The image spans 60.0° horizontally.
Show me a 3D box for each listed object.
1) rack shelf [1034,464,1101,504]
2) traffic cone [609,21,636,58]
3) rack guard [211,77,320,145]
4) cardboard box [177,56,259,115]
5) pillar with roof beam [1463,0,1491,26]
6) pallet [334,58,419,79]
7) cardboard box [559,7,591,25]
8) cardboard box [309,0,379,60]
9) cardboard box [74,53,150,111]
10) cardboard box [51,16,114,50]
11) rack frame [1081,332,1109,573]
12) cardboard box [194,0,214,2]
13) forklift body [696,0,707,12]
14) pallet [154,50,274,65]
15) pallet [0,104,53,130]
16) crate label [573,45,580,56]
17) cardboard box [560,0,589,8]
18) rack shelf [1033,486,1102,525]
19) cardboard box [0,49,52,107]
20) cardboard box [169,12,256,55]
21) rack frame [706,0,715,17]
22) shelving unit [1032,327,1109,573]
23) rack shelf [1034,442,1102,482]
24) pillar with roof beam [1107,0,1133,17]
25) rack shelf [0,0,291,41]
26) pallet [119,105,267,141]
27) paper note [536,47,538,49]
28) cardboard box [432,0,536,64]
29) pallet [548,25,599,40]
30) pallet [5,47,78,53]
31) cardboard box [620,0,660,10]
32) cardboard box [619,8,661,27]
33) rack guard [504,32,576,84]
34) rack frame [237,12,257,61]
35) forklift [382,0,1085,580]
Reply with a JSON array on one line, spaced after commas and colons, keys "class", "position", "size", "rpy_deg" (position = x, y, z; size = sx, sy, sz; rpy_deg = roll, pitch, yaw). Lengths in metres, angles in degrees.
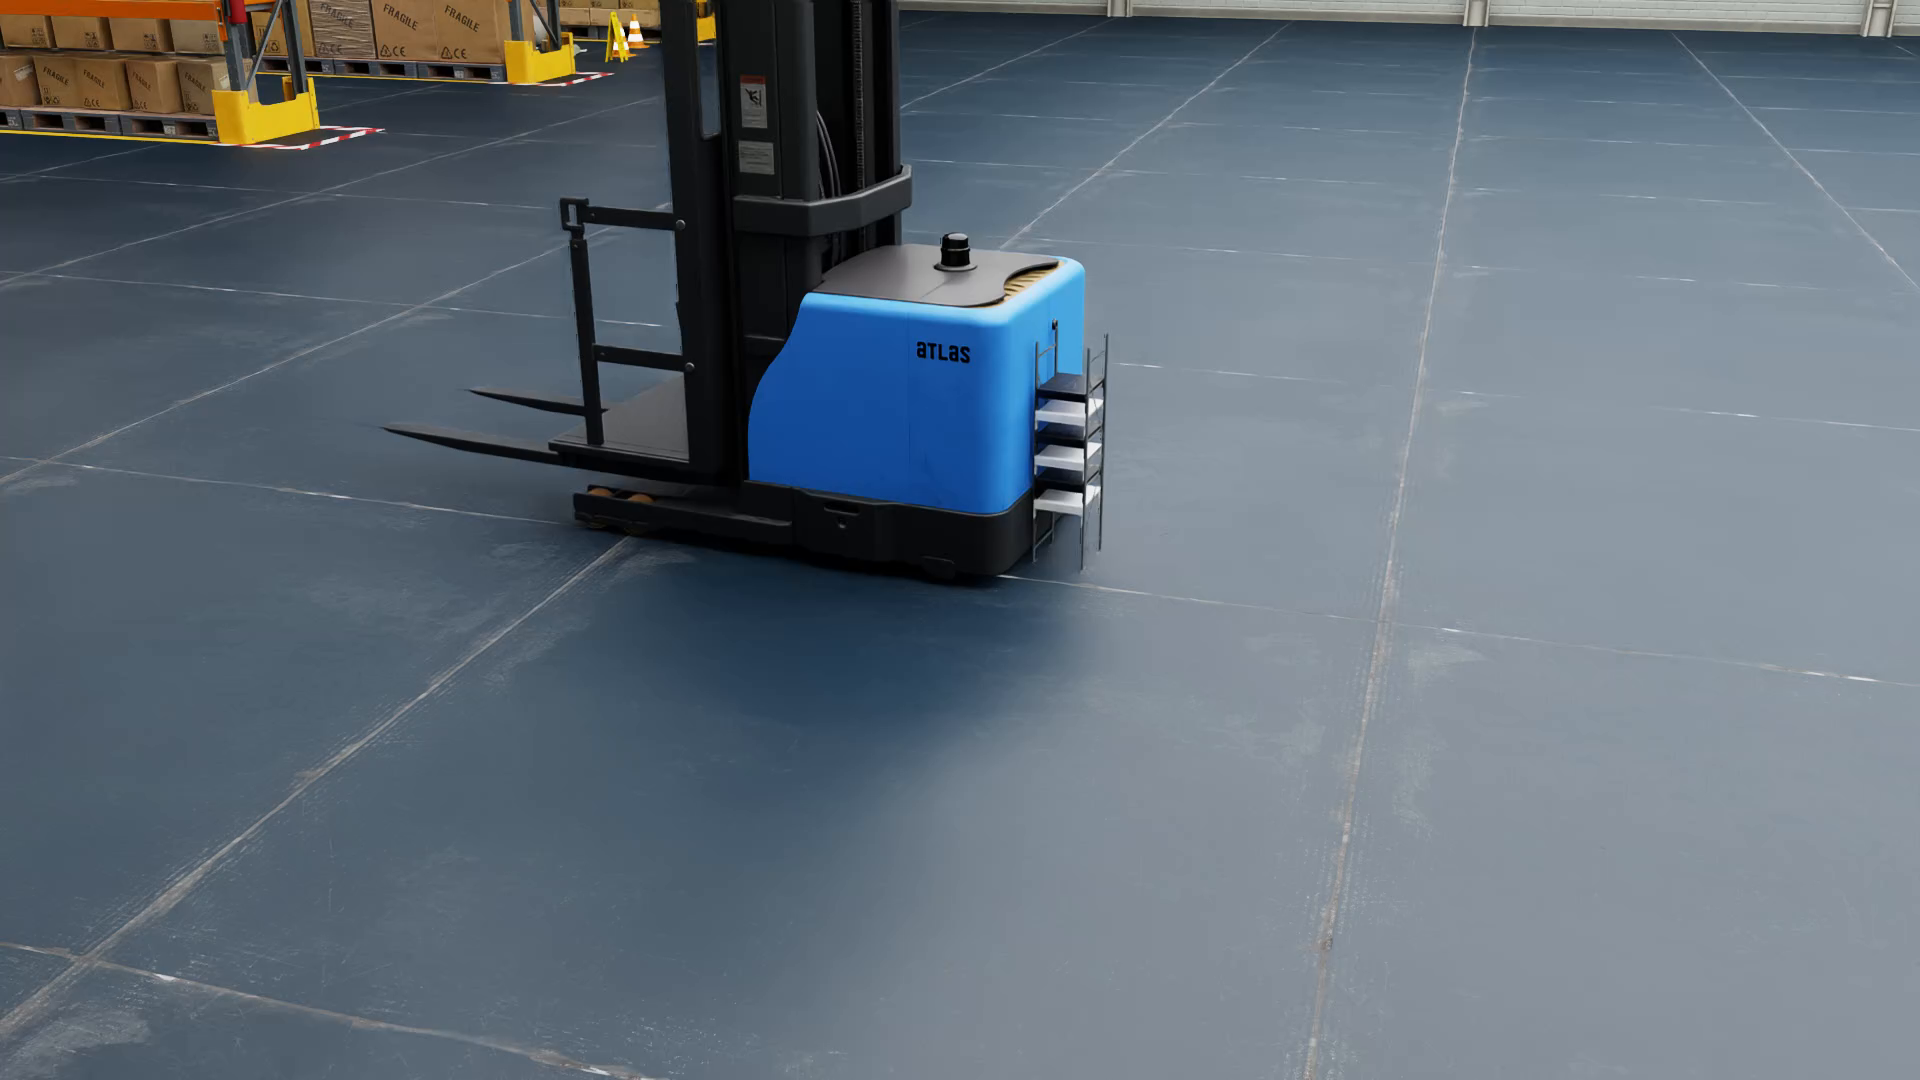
[{"class": "rack shelf", "position": [0.424, -0.232, 6.475], "size": [0.200, 0.077, 0.258], "rpy_deg": [9, 24, 21]}, {"class": "traffic cone", "position": [-4.741, -6.998, 23.220], "size": [0.334, 0.463, 0.336], "rpy_deg": [7, 23, 16]}, {"class": "rack guard", "position": [-6.896, -4.285, 16.557], "size": [0.348, 0.500, 1.175], "rpy_deg": [7, 23, 16]}, {"class": "cardboard box", "position": [-7.417, -4.545, 16.639], "size": [0.500, 0.500, 0.500], "rpy_deg": [11, 25, 25]}, {"class": "pillar with roof beam", "position": [7.308, -11.137, 22.063], "size": [0.400, 9.000, 9.100], "rpy_deg": [7, 23, 16]}, {"class": "pallet", "position": [-7.247, -6.127, 21.430], "size": [1.213, 0.211, 1.003], "rpy_deg": [7, 23, 15]}, {"class": "cardboard box", "position": [-5.809, -8.062, 25.540], "size": [0.500, 0.250, 0.500], "rpy_deg": [6, 23, 14]}, {"class": "cardboard box", "position": [-7.678, -6.682, 21.354], "size": [0.875, 0.875, 0.875], "rpy_deg": [7, 23, 16]}, {"class": "cardboard box", "position": [-8.593, -4.674, 16.952], "size": [0.500, 0.500, 0.500], "rpy_deg": [9, 24, 20]}, {"class": "cardboard box", "position": [-11.558, -7.060, 22.441], "size": [0.750, 0.750, 1.050], "rpy_deg": [7, 23, 16]}, {"class": "rack frame", "position": [0.518, -0.332, 6.392], "size": [0.006, 0.900, 0.240], "rpy_deg": [9, 24, 21]}, {"class": "cardboard box", "position": [-7.156, -5.273, 16.003], "size": [0.250, 0.149, 0.380], "rpy_deg": [7, 23, 16]}, {"class": "forklift body", "position": [-4.873, -9.990, 28.290], "size": [1.214, 2.155, 2.313], "rpy_deg": [7, 23, 16]}, {"class": "pallet", "position": [-9.884, -6.430, 22.166], "size": [1.213, 0.211, 1.003], "rpy_deg": [7, 23, 16]}, {"class": "pallet", "position": [-10.000, -4.521, 17.512], "size": [1.213, 0.211, 1.003], "rpy_deg": [7, 23, 16]}, {"class": "crate label", "position": [-5.511, -6.911, 23.437], "size": [0.298, 0.136, 0.250], "rpy_deg": [-5, 23, -12]}, {"class": "cardboard box", "position": [-5.785, -8.410, 25.401], "size": [0.500, 0.500, 0.500], "rpy_deg": [6, 23, 14]}, {"class": "rack shelf", "position": [0.424, -0.149, 6.509], "size": [0.200, 0.077, 0.258], "rpy_deg": [9, 24, 21]}, {"class": "cardboard box", "position": [-9.731, -4.791, 17.237], "size": [0.500, 0.500, 0.500], "rpy_deg": [15, 27, 32]}, {"class": "cardboard box", "position": [-9.744, -6.851, 21.931], "size": [0.750, 0.750, 1.050], "rpy_deg": [6, 23, 15]}, {"class": "rack frame", "position": [-3.961, -9.034, 24.840], "size": [0.127, 3.000, 1.000], "rpy_deg": [7, 23, 16]}, {"class": "shelving unit", "position": [0.424, -0.346, 6.428], "size": [0.210, 0.900, 0.258], "rpy_deg": [9, 24, 21]}, {"class": "rack shelf", "position": [0.424, -0.315, 6.441], "size": [0.200, 0.077, 0.258], "rpy_deg": [9, 24, 21]}, {"class": "pillar with roof beam", "position": [1.564, -11.795, 23.667], "size": [0.400, 9.000, 9.100], "rpy_deg": [7, 23, 16]}, {"class": "rack shelf", "position": [-8.738, -5.319, 16.733], "size": [4.000, 0.370, 1.077], "rpy_deg": [7, 23, 16]}, {"class": "pallet", "position": [-7.664, -4.253, 16.860], "size": [1.213, 0.211, 1.003], "rpy_deg": [7, 23, 16]}, {"class": "paper note", "position": [-6.211, -7.183, 24.255], "size": [0.142, 0.019, 0.148], "rpy_deg": [16, 27, 34]}, {"class": "cardboard box", "position": [-5.963, -6.486, 20.875], "size": [0.875, 0.875, 0.875], "rpy_deg": [7, 23, 16]}, {"class": "pallet", "position": [-5.966, -7.988, 25.966], "size": [1.213, 0.211, 1.003], "rpy_deg": [7, 23, 16]}, {"class": "pallet", "position": [-12.220, -6.697, 22.818], "size": [1.213, 0.211, 1.003], "rpy_deg": [7, 23, 16]}, {"class": "cardboard box", "position": [-4.803, -8.296, 25.123], "size": [0.500, 0.500, 0.500], "rpy_deg": [7, 23, 16]}, {"class": "cardboard box", "position": [-4.836, -7.949, 25.266], "size": [0.500, 0.250, 0.500], "rpy_deg": [6, 23, 15]}, {"class": "rack guard", "position": [-5.271, -6.065, 20.897], "size": [0.348, 0.500, 1.175], "rpy_deg": [7, 23, 16]}, {"class": "rack frame", "position": [-9.124, -7.662, 21.498], "size": [0.127, 3.000, 1.000], "rpy_deg": [7, 23, 16]}, {"class": "forklift", "position": [-1.049, -1.548, 6.682], "size": [3.031, 2.935, 1.130], "rpy_deg": [9, 24, 21]}]
